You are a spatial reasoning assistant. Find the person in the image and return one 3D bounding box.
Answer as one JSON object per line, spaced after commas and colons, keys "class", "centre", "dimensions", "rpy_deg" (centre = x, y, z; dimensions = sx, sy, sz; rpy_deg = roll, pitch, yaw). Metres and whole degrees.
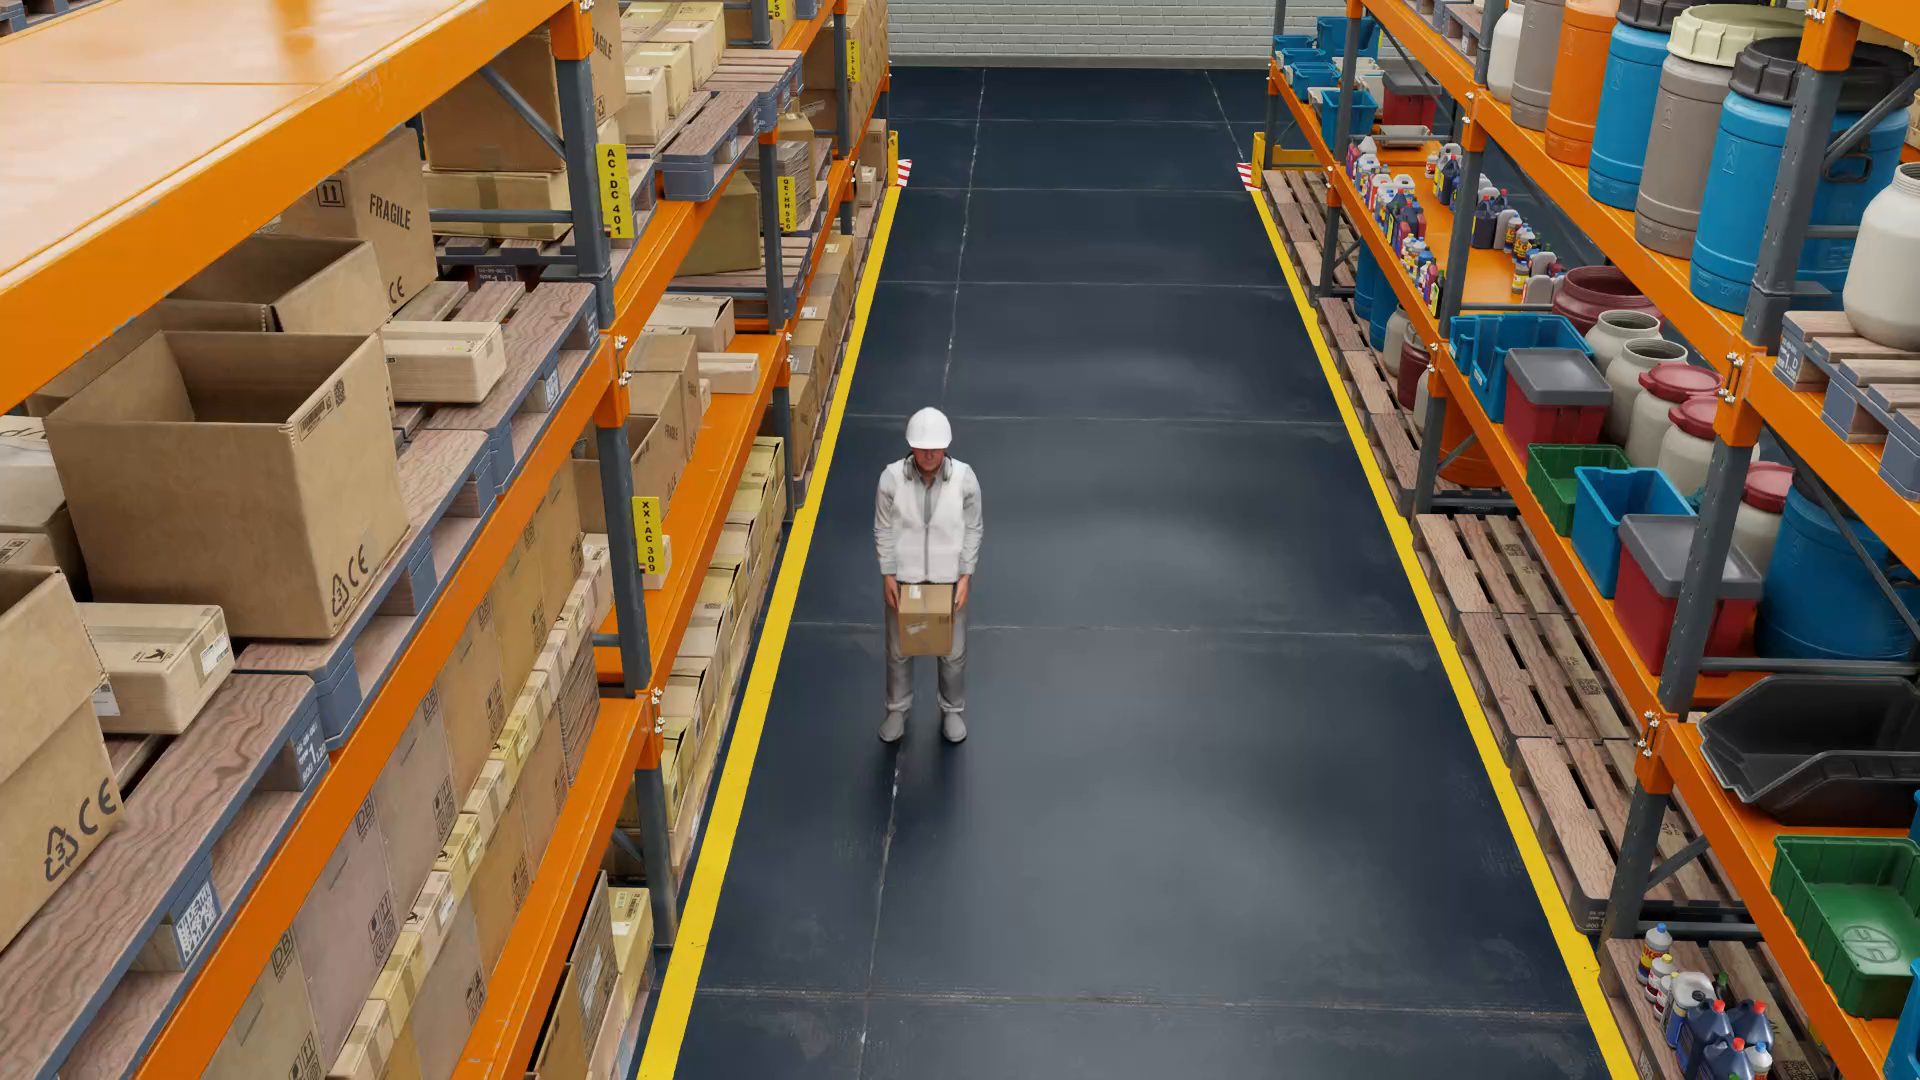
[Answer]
{"class": "person", "centre": [-0.154, 0.179, 8.245], "dimensions": [0.546, 1.779, 0.470], "rpy_deg": [1, 28, 1]}
